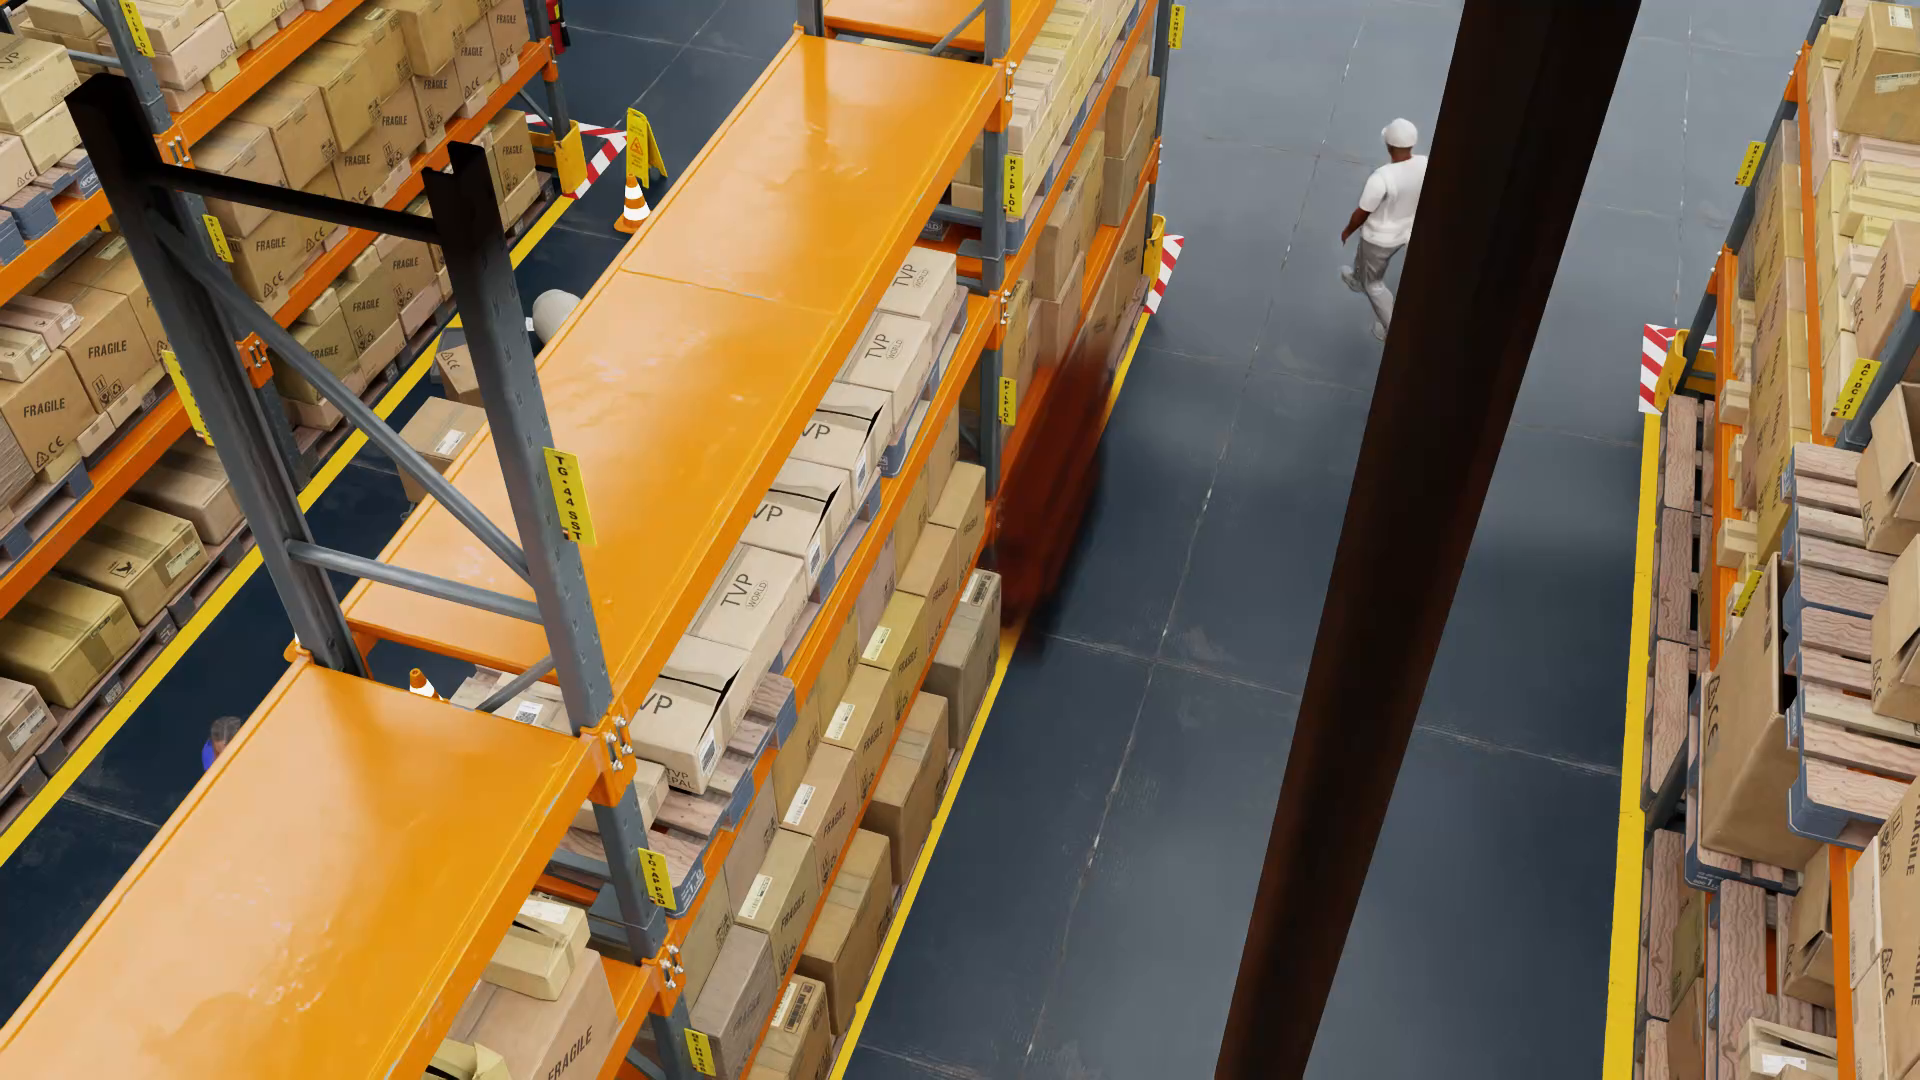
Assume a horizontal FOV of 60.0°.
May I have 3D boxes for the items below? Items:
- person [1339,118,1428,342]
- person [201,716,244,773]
[{"bbox_3d":[3.003,-2.259,11.805,0.592,1.643,0.963,-26,51,-23],"label":"person"},{"bbox_3d":[-3.506,1.381,8.376,0.513,1.636,0.547,12,47,11],"label":"person"}]
